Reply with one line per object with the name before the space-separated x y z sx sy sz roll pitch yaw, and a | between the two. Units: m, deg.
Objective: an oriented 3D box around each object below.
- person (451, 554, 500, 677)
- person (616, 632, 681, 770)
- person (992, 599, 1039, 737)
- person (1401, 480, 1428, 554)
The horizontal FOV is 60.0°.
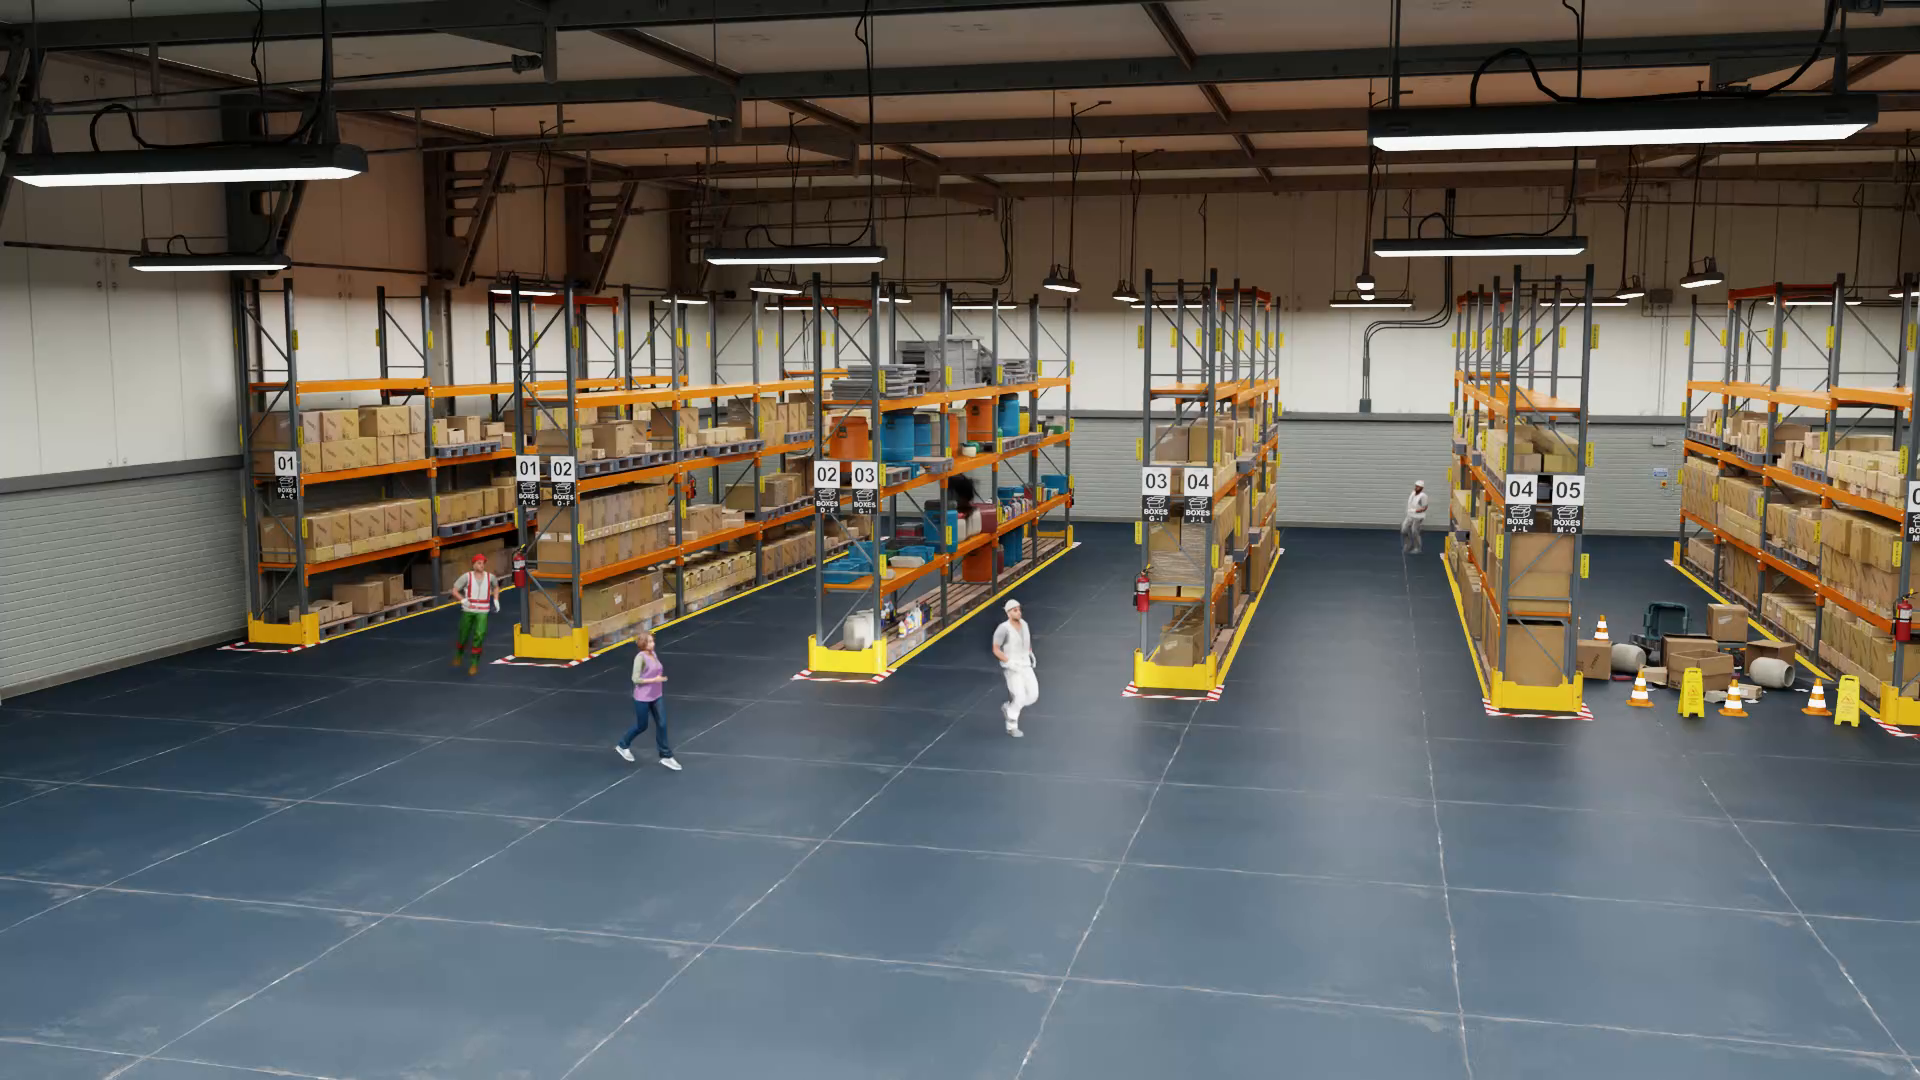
person | -7.321 1.101 25.175 0.726 1.783 0.922 -3 7 -22
person | -3.662 1.866 19.424 0.851 1.606 0.535 3 8 26
person | 0.710 1.619 21.097 0.661 1.745 0.548 -6 9 -42
person | 10.642 -0.522 38.859 0.635 1.765 0.688 -4 8 -30
